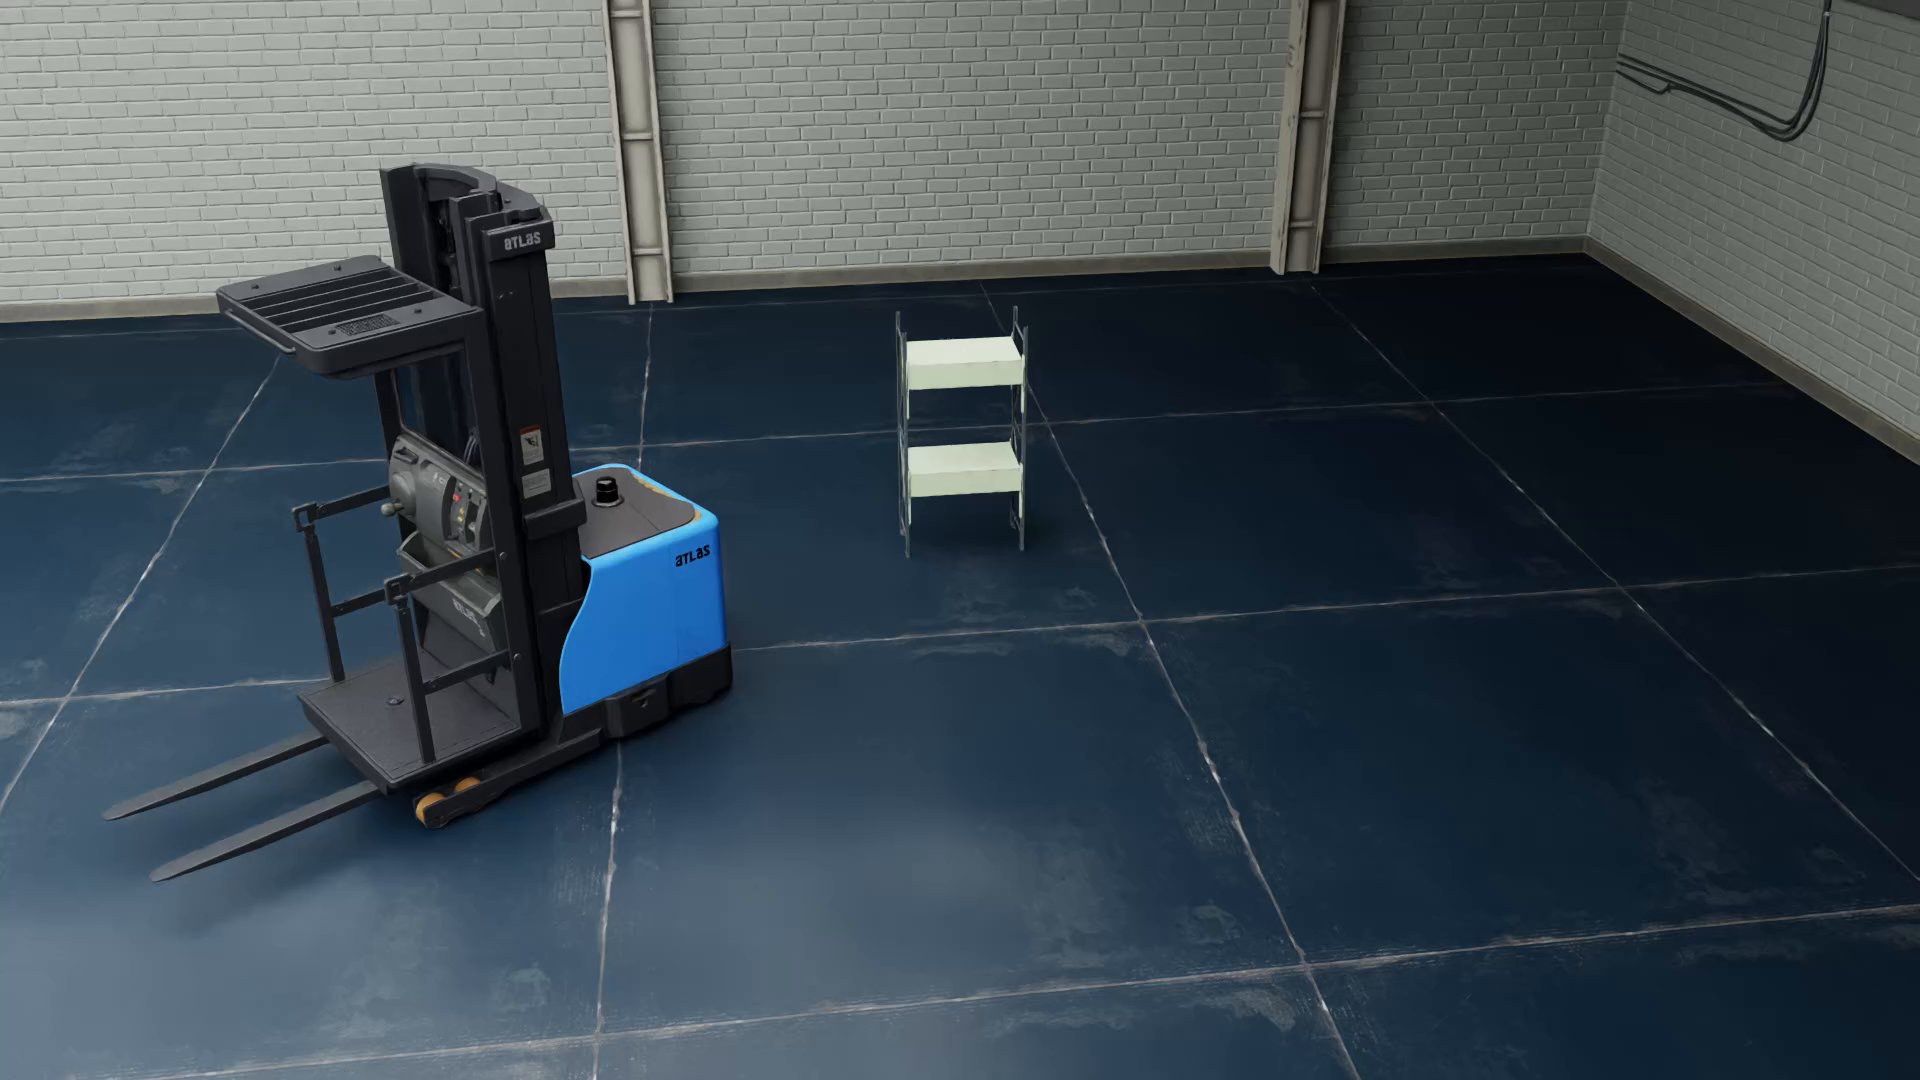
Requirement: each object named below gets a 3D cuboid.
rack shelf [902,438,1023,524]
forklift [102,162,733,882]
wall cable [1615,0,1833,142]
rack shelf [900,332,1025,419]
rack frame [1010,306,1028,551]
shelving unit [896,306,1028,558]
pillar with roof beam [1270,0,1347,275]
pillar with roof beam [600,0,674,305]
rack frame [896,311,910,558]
[{"bbox_3d":[0.007,-0.378,10.557,0.720,0.370,0.431,-4,27,-7],"label":"rack shelf"},{"bbox_3d":[-2.668,-0.180,7.890,3.031,2.935,1.130,-23,35,-37],"label":"forklift"},{"bbox_3d":[6.263,-4.778,13.606,0.112,2.526,3.097,-4,27,-7],"label":"wall cable"},{"bbox_3d":[0.007,-1.015,10.230,0.720,0.370,0.431,-4,27,-7],"label":"rack shelf"},{"bbox_3d":[0.369,-0.691,10.454,0.023,1.500,0.400,-4,27,-7],"label":"rack frame"},{"bbox_3d":[0.007,-0.668,10.408,0.755,1.500,0.431,-4,27,-7],"label":"shelving unit"},{"bbox_3d":[3.761,-4.624,9.904,0.400,9.000,9.100,-4,27,-7],"label":"pillar with roof beam"},{"bbox_3d":[-2.181,-4.242,9.160,0.400,9.000,9.100,-4,27,-7],"label":"pillar with roof beam"},{"bbox_3d":[-0.356,-0.644,10.363,0.023,1.500,0.400,-4,27,-7],"label":"rack frame"}]
